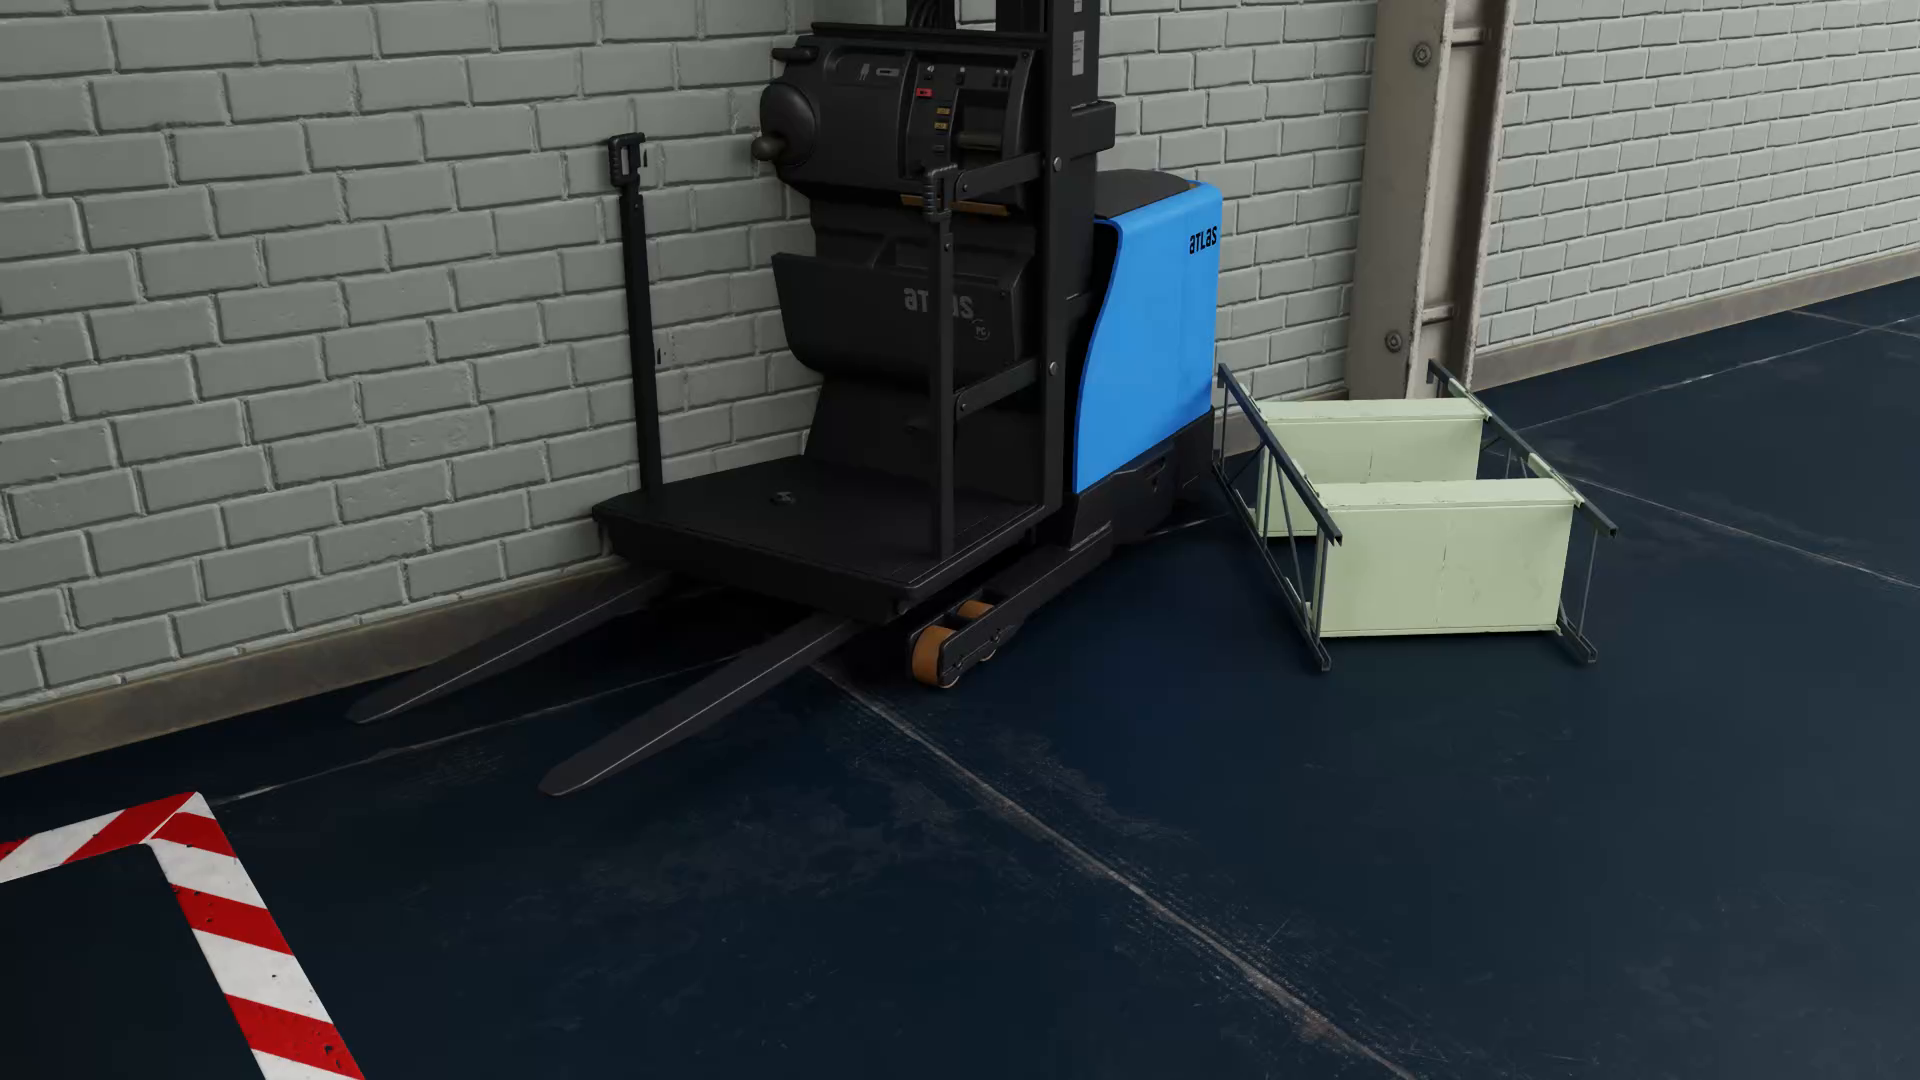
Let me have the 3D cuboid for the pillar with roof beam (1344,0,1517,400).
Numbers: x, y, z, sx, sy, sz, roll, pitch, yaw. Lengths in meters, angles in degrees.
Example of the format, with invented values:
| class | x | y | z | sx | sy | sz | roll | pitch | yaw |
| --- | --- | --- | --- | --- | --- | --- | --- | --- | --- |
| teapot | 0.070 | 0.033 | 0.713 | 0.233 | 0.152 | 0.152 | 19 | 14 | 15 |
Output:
| class | x | y | z | sx | sy | sz | roll | pitch | yaw |
| --- | --- | --- | --- | --- | --- | --- | --- | --- | --- |
| pillar with roof beam | 4.258 | -3.340 | 1.624 | 0.400 | 9.000 | 9.100 | -15 | 26 | -33 |

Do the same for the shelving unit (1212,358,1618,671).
| class | x | y | z | sx | sy | sz | roll | pitch | yaw |
| --- | --- | --- | --- | --- | --- | --- | --- | --- | --- |
| shelving unit | 1.306 | -0.137 | 5.107 | 0.755 | 0.431 | 1.500 | -2 | 23 | -3 |

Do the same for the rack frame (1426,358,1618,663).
| class | x | y | z | sx | sy | sz | roll | pitch | yaw |
| --- | --- | --- | --- | --- | --- | --- | --- | --- | --- |
| rack frame | 1.672 | -0.146 | 5.126 | 0.023 | 0.400 | 1.500 | -2 | 23 | -3 |

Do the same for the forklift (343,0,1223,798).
| class | x | y | z | sx | sy | sz | roll | pitch | yaw |
| --- | --- | --- | --- | --- | --- | --- | --- | --- | --- |
| forklift | -0.329 | -1.163 | 4.357 | 1.130 | 2.935 | 3.031 | 13 | 25 | 29 |

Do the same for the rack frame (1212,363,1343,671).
| class | x | y | z | sx | sy | sz | roll | pitch | yaw |
| --- | --- | --- | --- | --- | --- | --- | --- | --- | --- |
| rack frame | 0.941 | -0.127 | 5.088 | 0.023 | 0.400 | 1.500 | -2 | 23 | -3 |

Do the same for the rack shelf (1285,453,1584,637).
| class | x | y | z | sx | sy | sz | roll | pitch | yaw |
| --- | --- | --- | --- | --- | --- | --- | --- | --- | --- |
| rack shelf | 1.329 | 0.017 | 4.749 | 0.720 | 0.431 | 0.370 | -2 | 23 | -3 |

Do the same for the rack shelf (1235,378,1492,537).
| class | x | y | z | sx | sy | sz | roll | pitch | yaw |
| --- | --- | --- | --- | --- | --- | --- | --- | --- | --- |
| rack shelf | 1.288 | -0.265 | 5.406 | 0.720 | 0.431 | 0.370 | -2 | 23 | -3 |
